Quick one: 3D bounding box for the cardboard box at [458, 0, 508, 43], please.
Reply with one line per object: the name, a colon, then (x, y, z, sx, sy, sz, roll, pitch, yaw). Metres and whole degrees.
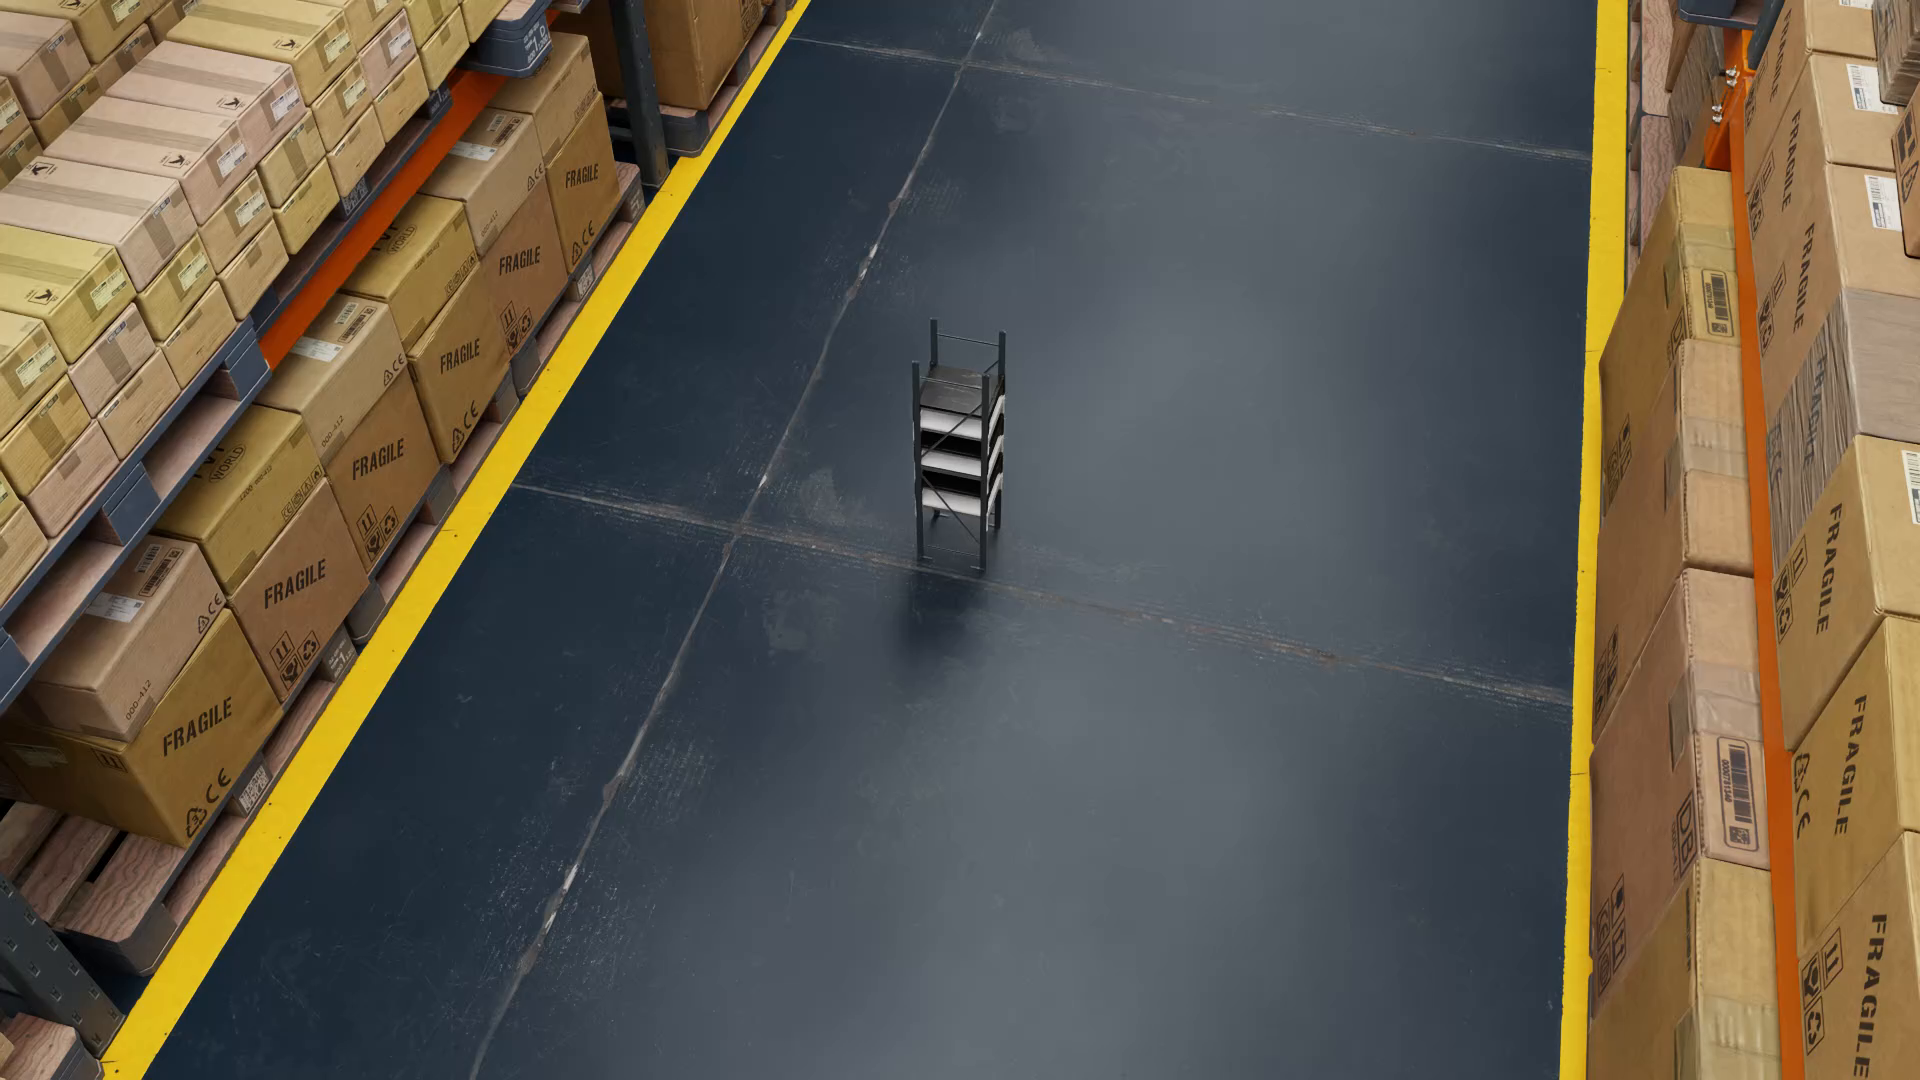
cardboard box: (-1.631, -1.684, 5.123, 0.380, 0.149, 0.250, 11, 49, 10)

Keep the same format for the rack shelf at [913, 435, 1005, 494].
rack shelf: (-0.002, -0.270, 5.432, 0.258, 0.077, 0.200, 12, 50, 10)

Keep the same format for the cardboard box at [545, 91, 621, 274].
cardboard box: (-1.662, -1.405, 6.377, 0.500, 0.500, 0.500, 11, 50, 10)

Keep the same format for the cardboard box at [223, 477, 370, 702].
cardboard box: (-2.206, 0.095, 5.052, 0.500, 0.500, 0.500, 14, 50, 12)

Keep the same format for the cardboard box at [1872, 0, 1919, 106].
cardboard box: (2.809, -1.409, 4.257, 0.797, 0.503, 0.637, 13, 50, 11)

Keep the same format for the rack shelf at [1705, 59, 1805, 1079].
rack shelf: (2.491, 0.115, 4.127, 1.077, 0.370, 4.000, 12, 50, 10)

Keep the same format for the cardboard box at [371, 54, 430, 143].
cardboard box: (-1.770, -1.303, 4.787, 0.380, 0.149, 0.250, 13, 50, 11)

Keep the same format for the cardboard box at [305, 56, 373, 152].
cardboard box: (-1.837, -1.208, 4.505, 0.380, 0.149, 0.250, 11, 49, 9)

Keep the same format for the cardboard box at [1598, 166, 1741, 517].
cardboard box: (2.816, -0.510, 5.337, 1.225, 0.875, 0.875, 9, 49, 8)

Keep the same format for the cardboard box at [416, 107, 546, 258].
cardboard box: (-1.791, -1.267, 5.755, 0.500, 0.250, 0.500, 12, 50, 11)

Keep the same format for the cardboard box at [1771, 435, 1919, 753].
cardboard box: (2.092, 0.163, 3.539, 0.500, 0.500, 0.500, 11, 49, 10)

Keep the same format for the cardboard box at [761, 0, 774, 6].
cardboard box: (-1.267, -3.071, 7.680, 1.050, 0.750, 0.750, 12, 50, 11)

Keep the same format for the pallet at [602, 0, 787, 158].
pallet: (-1.461, -2.254, 7.598, 1.003, 0.211, 1.213, 12, 50, 10)

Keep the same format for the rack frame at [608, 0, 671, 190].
rack frame: (-1.741, -2.621, 6.063, 1.000, 3.000, 0.127, 12, 50, 10)

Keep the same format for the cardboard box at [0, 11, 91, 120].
cardboard box: (-2.533, -1.252, 4.345, 0.380, 0.149, 0.250, 10, 49, 8)

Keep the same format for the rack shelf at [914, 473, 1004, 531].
rack shelf: (-0.002, -0.151, 5.567, 0.258, 0.077, 0.200, 12, 50, 10)

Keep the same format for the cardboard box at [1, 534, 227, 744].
cardboard box: (-2.345, 0.230, 4.433, 0.500, 0.250, 0.500, 10, 49, 8)

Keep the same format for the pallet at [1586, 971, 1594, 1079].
pallet: (2.095, 1.674, 4.132, 1.003, 0.211, 1.213, 12, 50, 10)

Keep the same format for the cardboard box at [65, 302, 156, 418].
cardboard box: (-2.113, -0.451, 3.836, 0.380, 0.149, 0.250, 13, 50, 11)

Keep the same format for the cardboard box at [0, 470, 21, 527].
cardboard box: (-2.247, -0.076, 3.506, 0.380, 0.149, 0.250, 12, 50, 11)

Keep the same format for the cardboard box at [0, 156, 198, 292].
cardboard box: (-2.041, -0.743, 3.895, 0.380, 0.149, 0.250, 11, 49, 10)

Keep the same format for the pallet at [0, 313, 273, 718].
pallet: (-2.453, -0.188, 4.044, 1.003, 0.211, 1.213, 12, 50, 10)

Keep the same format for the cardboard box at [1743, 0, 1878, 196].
cardboard box: (2.627, -1.304, 4.834, 0.500, 0.500, 0.500, 13, 50, 11)

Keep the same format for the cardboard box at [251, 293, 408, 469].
cardboard box: (-2.068, -0.524, 5.099, 0.500, 0.250, 0.500, 13, 50, 11)

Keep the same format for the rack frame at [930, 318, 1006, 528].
rack frame: (0.025, -0.365, 5.472, 0.240, 0.900, 0.006, 12, 50, 10)

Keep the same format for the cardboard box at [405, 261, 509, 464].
cardboard box: (-1.926, -0.645, 5.706, 0.500, 0.500, 0.500, 10, 49, 8)

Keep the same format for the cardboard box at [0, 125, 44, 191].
cardboard box: (-2.606, -0.965, 4.290, 0.380, 0.149, 0.250, 9, 49, 8)

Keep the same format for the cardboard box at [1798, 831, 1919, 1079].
cardboard box: (1.824, 0.899, 2.889, 0.500, 0.500, 0.500, 12, 50, 10)

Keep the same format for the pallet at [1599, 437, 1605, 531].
pallet: (2.737, -0.091, 5.690, 1.003, 0.211, 1.213, 12, 50, 10)

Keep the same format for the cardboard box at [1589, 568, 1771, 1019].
cardboard box: (2.348, 0.775, 4.203, 1.225, 0.875, 0.875, 10, 49, 9)

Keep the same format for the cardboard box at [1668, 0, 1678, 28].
cardboard box: (3.597, -2.595, 7.413, 0.700, 0.500, 0.500, 8, 49, 7)

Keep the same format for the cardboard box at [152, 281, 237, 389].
cardboard box: (-2.043, -0.541, 4.114, 0.380, 0.149, 0.250, 12, 50, 10)

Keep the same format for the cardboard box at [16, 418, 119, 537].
cardboard box: (-2.179, -0.180, 3.795, 0.380, 0.149, 0.250, 12, 50, 11)

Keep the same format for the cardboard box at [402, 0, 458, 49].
cardboard box: (-1.701, -1.583, 4.836, 0.380, 0.149, 0.250, 11, 50, 10)

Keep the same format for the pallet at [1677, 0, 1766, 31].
pallet: (3.102, -2.042, 5.680, 1.213, 0.211, 1.003, 12, 50, 10)

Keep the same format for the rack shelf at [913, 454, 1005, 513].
rack shelf: (-0.002, -0.210, 5.500, 0.258, 0.077, 0.200, 12, 50, 10)

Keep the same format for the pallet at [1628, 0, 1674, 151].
pallet: (3.547, -2.091, 7.455, 1.003, 0.211, 1.213, 12, 50, 10)

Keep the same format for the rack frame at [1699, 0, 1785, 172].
rack frame: (3.017, -1.569, 5.134, 1.000, 3.000, 0.127, 12, 50, 10)

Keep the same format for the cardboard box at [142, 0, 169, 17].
cardboard box: (-2.394, -1.627, 4.676, 0.380, 0.149, 0.250, 13, 50, 11)

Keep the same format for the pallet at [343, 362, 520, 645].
pallet: (-2.271, -0.254, 5.833, 1.003, 0.211, 1.213, 12, 50, 10)

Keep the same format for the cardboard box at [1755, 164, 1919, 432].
cardboard box: (2.362, -0.560, 4.177, 0.500, 0.500, 0.500, 11, 49, 9)

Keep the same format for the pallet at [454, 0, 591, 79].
pallet: (-1.826, -2.021, 5.661, 1.213, 0.211, 1.003, 12, 50, 10)

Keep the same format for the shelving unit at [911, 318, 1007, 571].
shelving unit: (-0.002, -0.292, 5.407, 0.258, 0.900, 0.210, 12, 50, 10)

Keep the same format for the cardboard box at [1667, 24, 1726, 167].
cardboard box: (3.308, -1.780, 6.694, 0.700, 0.500, 0.500, 8, 49, 7)

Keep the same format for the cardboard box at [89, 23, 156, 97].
cardboard box: (-2.467, -1.338, 4.619, 0.380, 0.149, 0.250, 13, 50, 11)

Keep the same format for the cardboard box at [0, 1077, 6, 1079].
cardboard box: (-2.569, 1.427, 4.111, 0.380, 0.149, 0.250, 12, 50, 11)

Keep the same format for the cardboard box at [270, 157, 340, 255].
cardboard box: (-1.908, -0.923, 4.452, 0.380, 0.149, 0.250, 11, 49, 9)

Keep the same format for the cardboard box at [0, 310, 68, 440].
cardboard box: (-2.179, -0.378, 3.573, 0.380, 0.149, 0.250, 13, 50, 11)

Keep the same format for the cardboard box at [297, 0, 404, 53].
cardboard box: (-1.770, -1.494, 4.559, 0.380, 0.149, 0.250, 14, 50, 12)

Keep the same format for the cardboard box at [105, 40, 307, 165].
cardboard box: (-1.907, -1.110, 4.220, 0.380, 0.149, 0.250, 13, 50, 11)

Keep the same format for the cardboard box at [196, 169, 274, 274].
cardboard box: (-1.976, -0.835, 4.175, 0.380, 0.149, 0.250, 13, 50, 12)
